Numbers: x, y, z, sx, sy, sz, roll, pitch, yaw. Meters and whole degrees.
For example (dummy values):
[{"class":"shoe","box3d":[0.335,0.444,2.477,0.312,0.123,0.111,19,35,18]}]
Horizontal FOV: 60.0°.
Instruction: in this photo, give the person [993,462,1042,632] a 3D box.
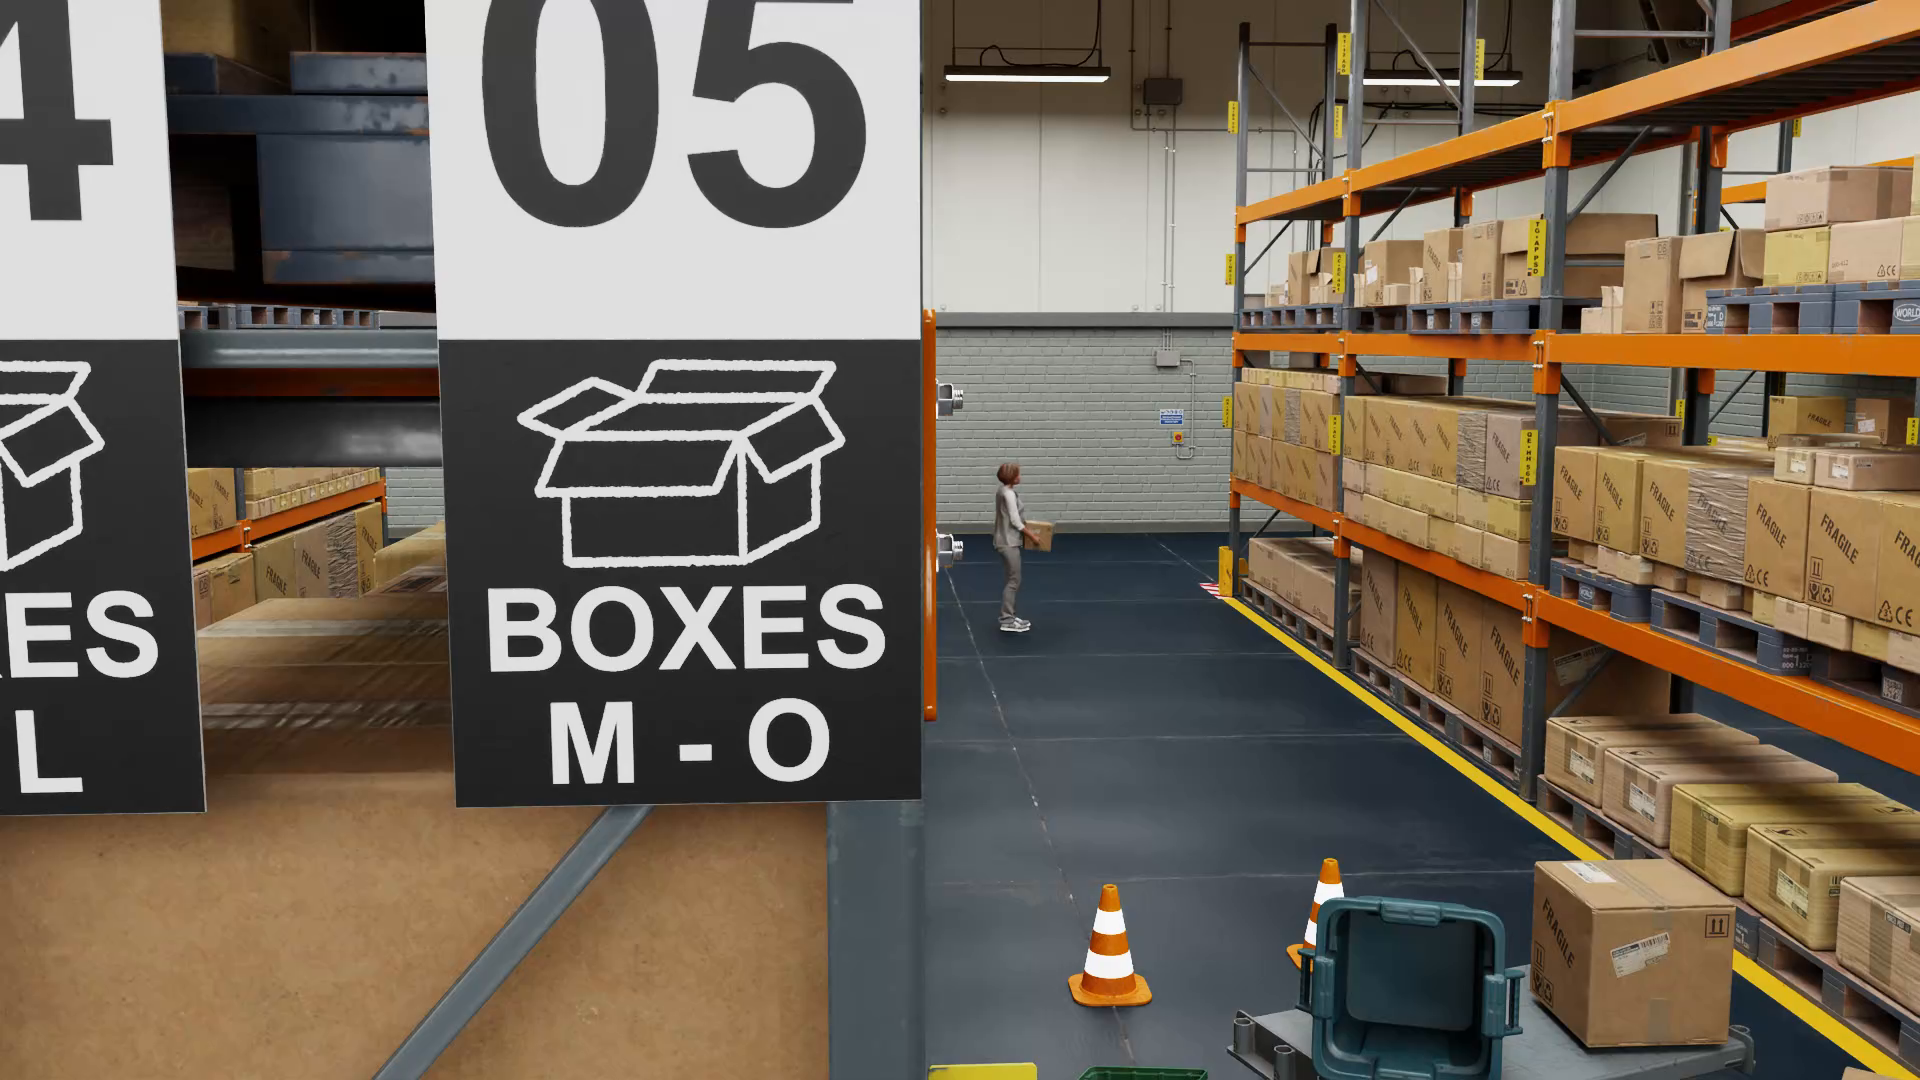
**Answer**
[{"class":"person","box3d":[0.544,0.056,15.809,0.461,1.602,0.440,-1,7,-4]}]
